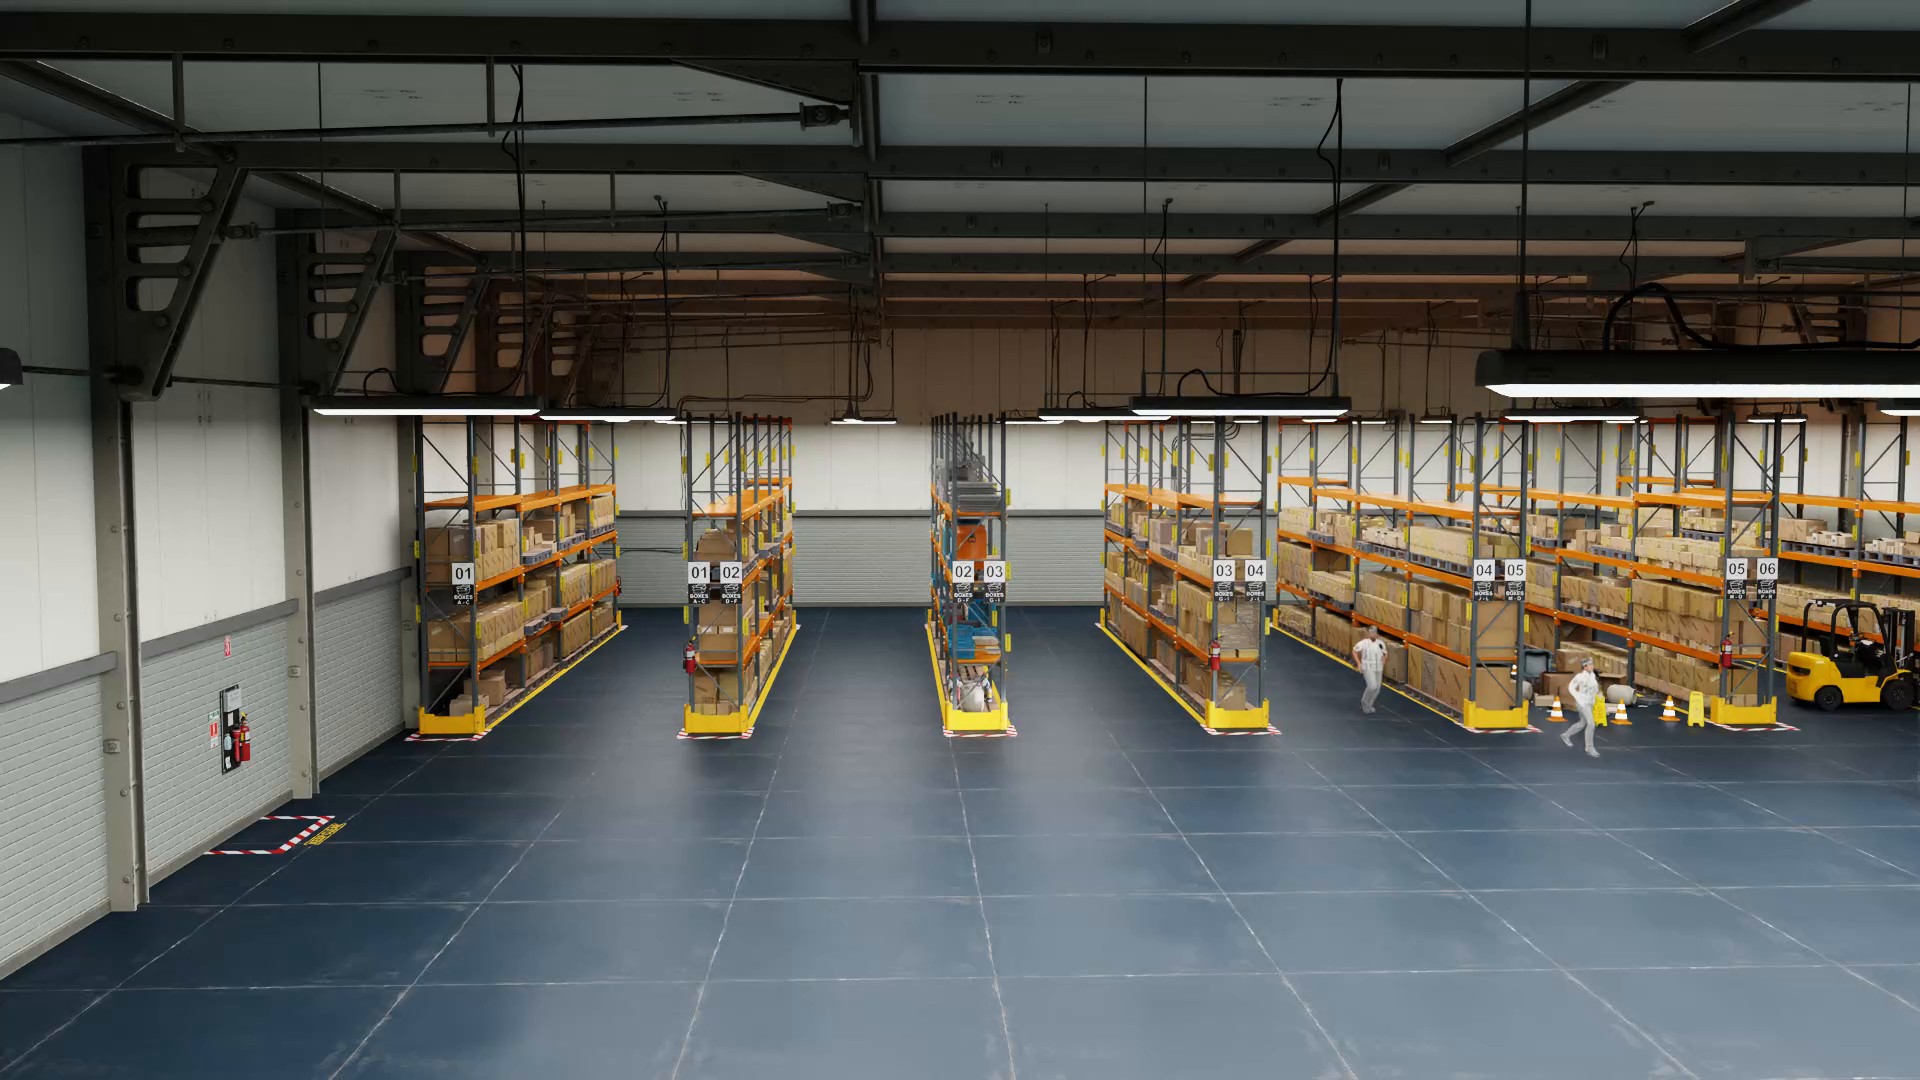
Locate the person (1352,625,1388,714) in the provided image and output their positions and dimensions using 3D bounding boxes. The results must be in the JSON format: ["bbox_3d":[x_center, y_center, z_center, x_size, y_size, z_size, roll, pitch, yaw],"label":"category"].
[{"bbox_3d":[8.237,2.587,33.144,0.647,1.772,0.680,-1,4,-16],"label":"person"}]

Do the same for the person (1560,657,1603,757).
[{"bbox_3d":[10.935,2.894,29.186,0.604,1.734,0.770,-3,5,-40],"label":"person"}]
